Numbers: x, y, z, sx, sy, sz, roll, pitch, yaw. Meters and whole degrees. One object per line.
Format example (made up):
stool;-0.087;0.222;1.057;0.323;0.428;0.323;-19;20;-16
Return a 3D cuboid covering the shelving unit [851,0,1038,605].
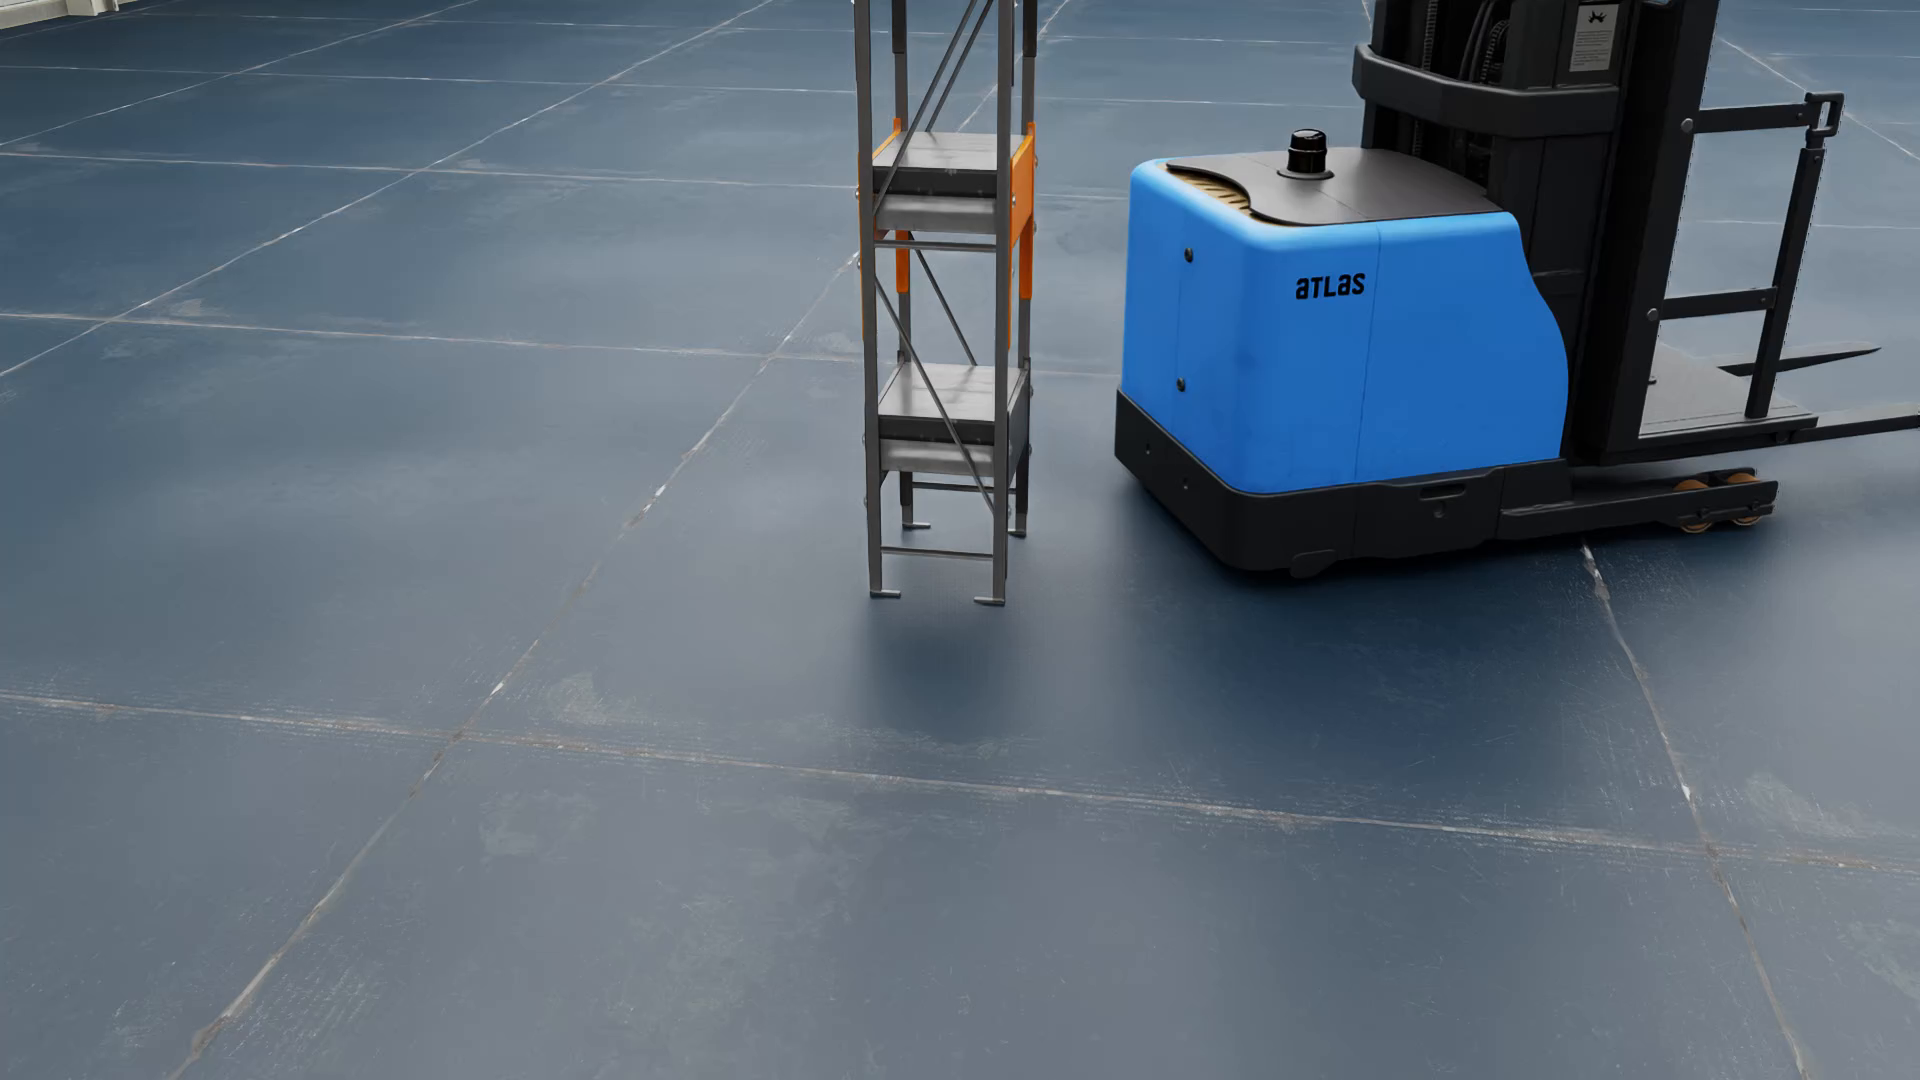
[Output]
shelving unit;-0.027;-0.882;4.657;0.431;2.100;0.503;4;25;9

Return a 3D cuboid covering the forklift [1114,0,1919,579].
forklift;2.105;-1.556;5.117;3.031;2.935;1.130;-7;26;-15

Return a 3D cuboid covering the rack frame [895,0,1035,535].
rack frame;0.013;-0.984;4.875;0.400;2.100;0.015;4;25;9

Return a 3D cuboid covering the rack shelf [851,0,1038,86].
rack shelf;-0.027;-1.503;4.366;0.431;0.518;0.480;4;25;9

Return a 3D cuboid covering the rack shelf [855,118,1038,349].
rack shelf;-0.027;-0.869;4.663;0.431;0.518;0.480;4;25;9

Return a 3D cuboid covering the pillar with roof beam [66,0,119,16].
pillar with roof beam;-4.248;-8.944;13.743;9.100;9.000;0.400;4;25;9

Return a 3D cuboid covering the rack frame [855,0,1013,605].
rack frame;-0.067;-0.780;4.439;0.400;2.100;0.015;4;25;9

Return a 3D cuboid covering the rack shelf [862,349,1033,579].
rack shelf;-0.027;-0.235;4.959;0.431;0.518;0.480;4;25;9
